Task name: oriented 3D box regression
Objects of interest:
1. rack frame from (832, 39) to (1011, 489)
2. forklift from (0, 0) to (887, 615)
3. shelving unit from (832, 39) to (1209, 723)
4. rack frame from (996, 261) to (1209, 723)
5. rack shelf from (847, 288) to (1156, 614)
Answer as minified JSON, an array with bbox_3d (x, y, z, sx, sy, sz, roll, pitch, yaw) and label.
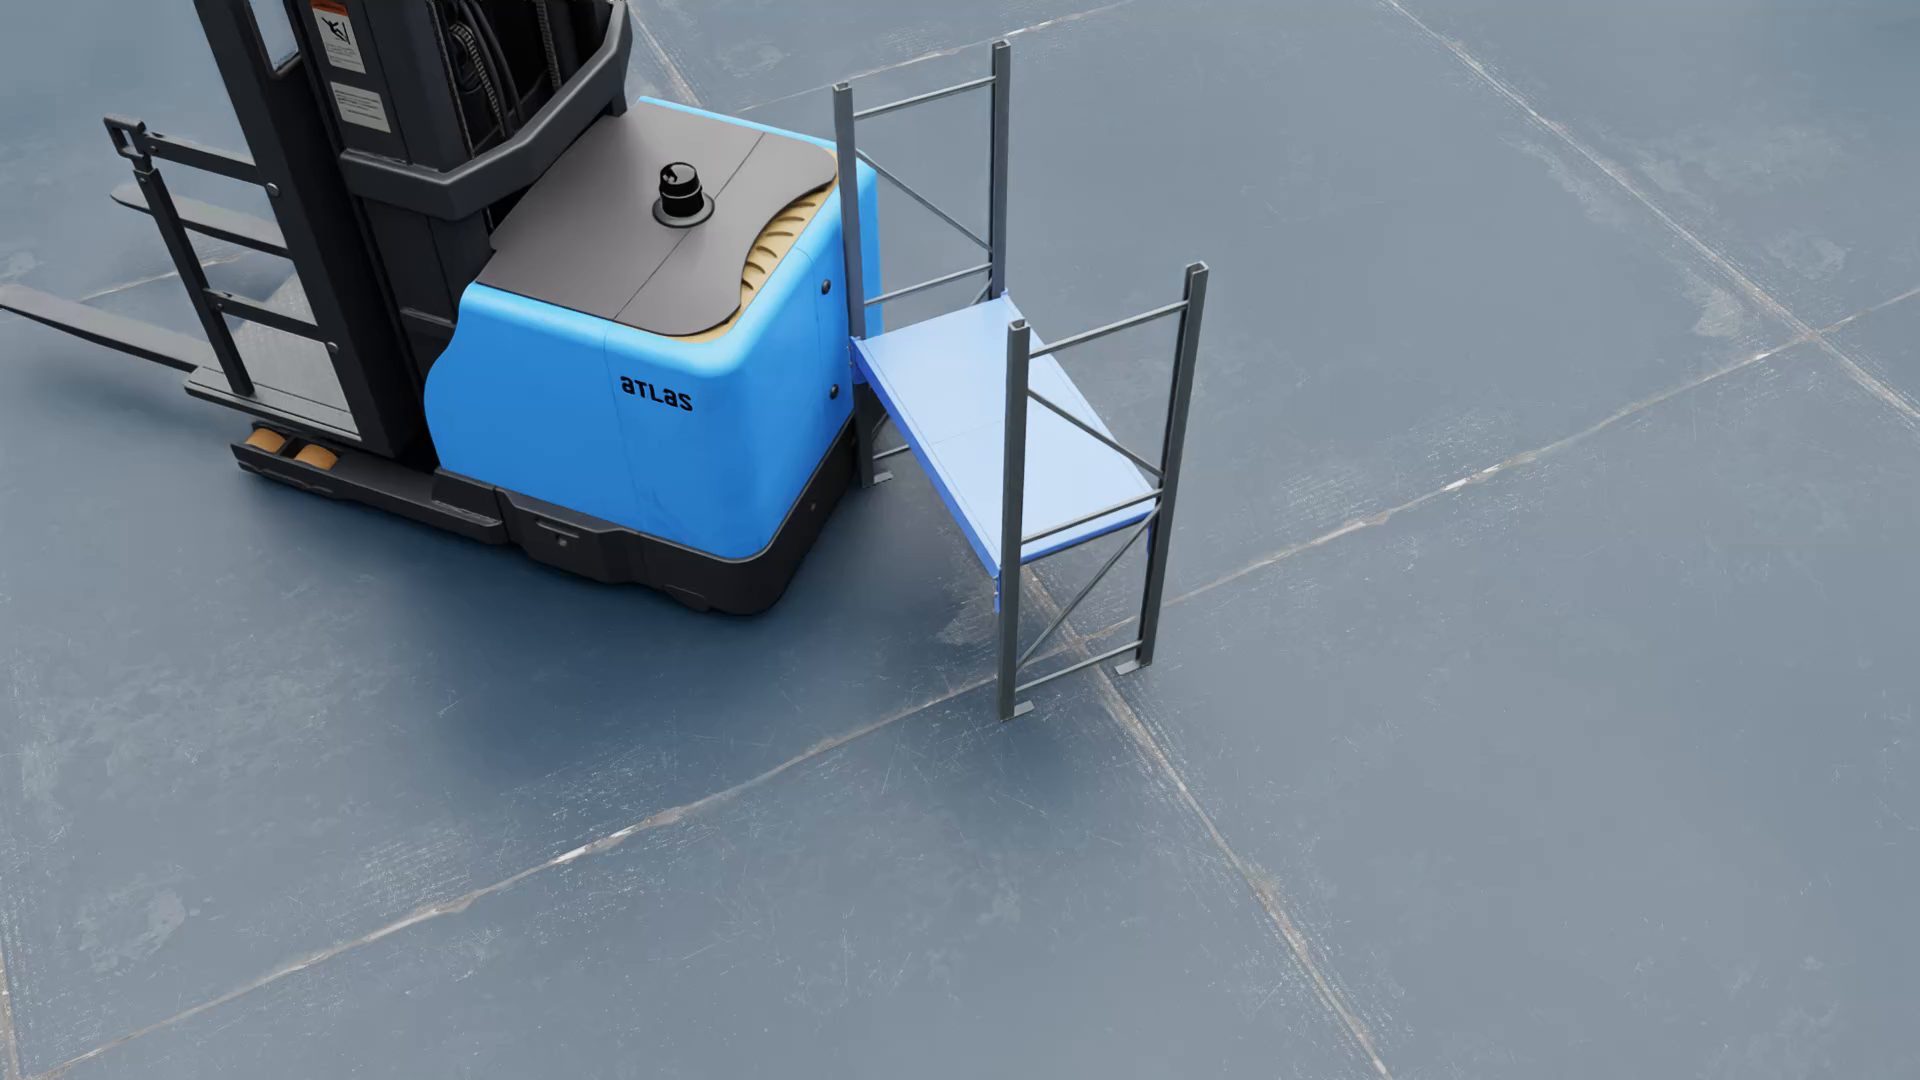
[{"bbox_3d":[-0.097,-0.749,4.908,0.500,1.500,0.032,-20,52,-16],"label":"rack frame"},{"bbox_3d":[-1.797,-1.461,4.581,3.031,2.935,1.130,17,51,14],"label":"forklift"},{"bbox_3d":[0.120,-0.403,4.606,0.538,1.500,1.048,-20,52,-16],"label":"shelving unit"},{"bbox_3d":[0.337,-0.057,4.303,0.500,1.500,0.032,-20,52,-16],"label":"rack frame"},{"bbox_3d":[0.120,-0.284,4.741,0.538,0.185,1.000,-20,52,-16],"label":"rack shelf"}]
